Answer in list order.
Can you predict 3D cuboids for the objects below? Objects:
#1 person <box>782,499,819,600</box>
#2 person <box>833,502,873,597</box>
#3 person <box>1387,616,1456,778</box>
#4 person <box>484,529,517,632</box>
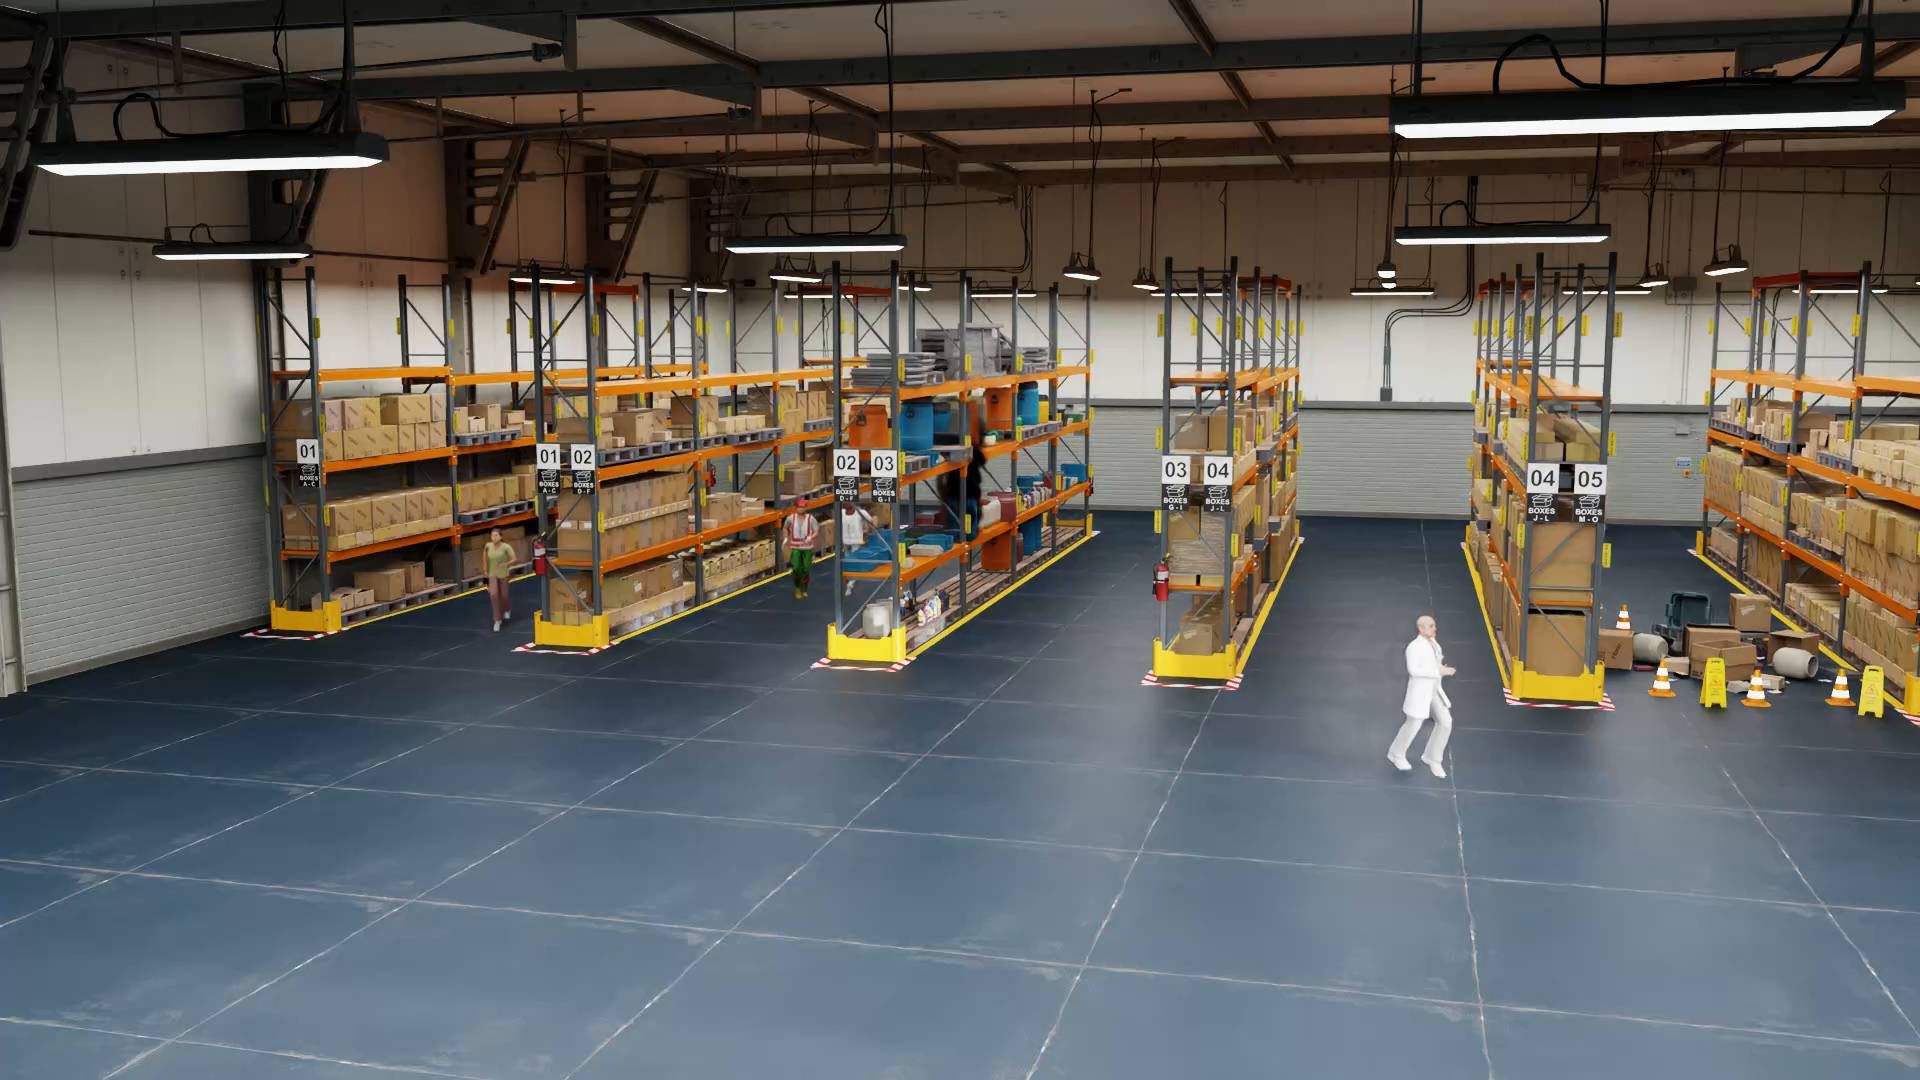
[{"bbox_3d":[-2.777,0.172,28.955,0.655,1.791,0.737,-1,7,-5],"label":"person"},{"bbox_3d":[-1.931,0.072,29.709,0.710,1.790,0.896,2,7,14],"label":"person"},{"bbox_3d":[5.198,1.768,18.673,0.709,1.856,0.840,-6,9,-39],"label":"person"},{"bbox_3d":[-7.747,0.630,28.011,0.598,1.674,1.012,0,7,0],"label":"person"}]
